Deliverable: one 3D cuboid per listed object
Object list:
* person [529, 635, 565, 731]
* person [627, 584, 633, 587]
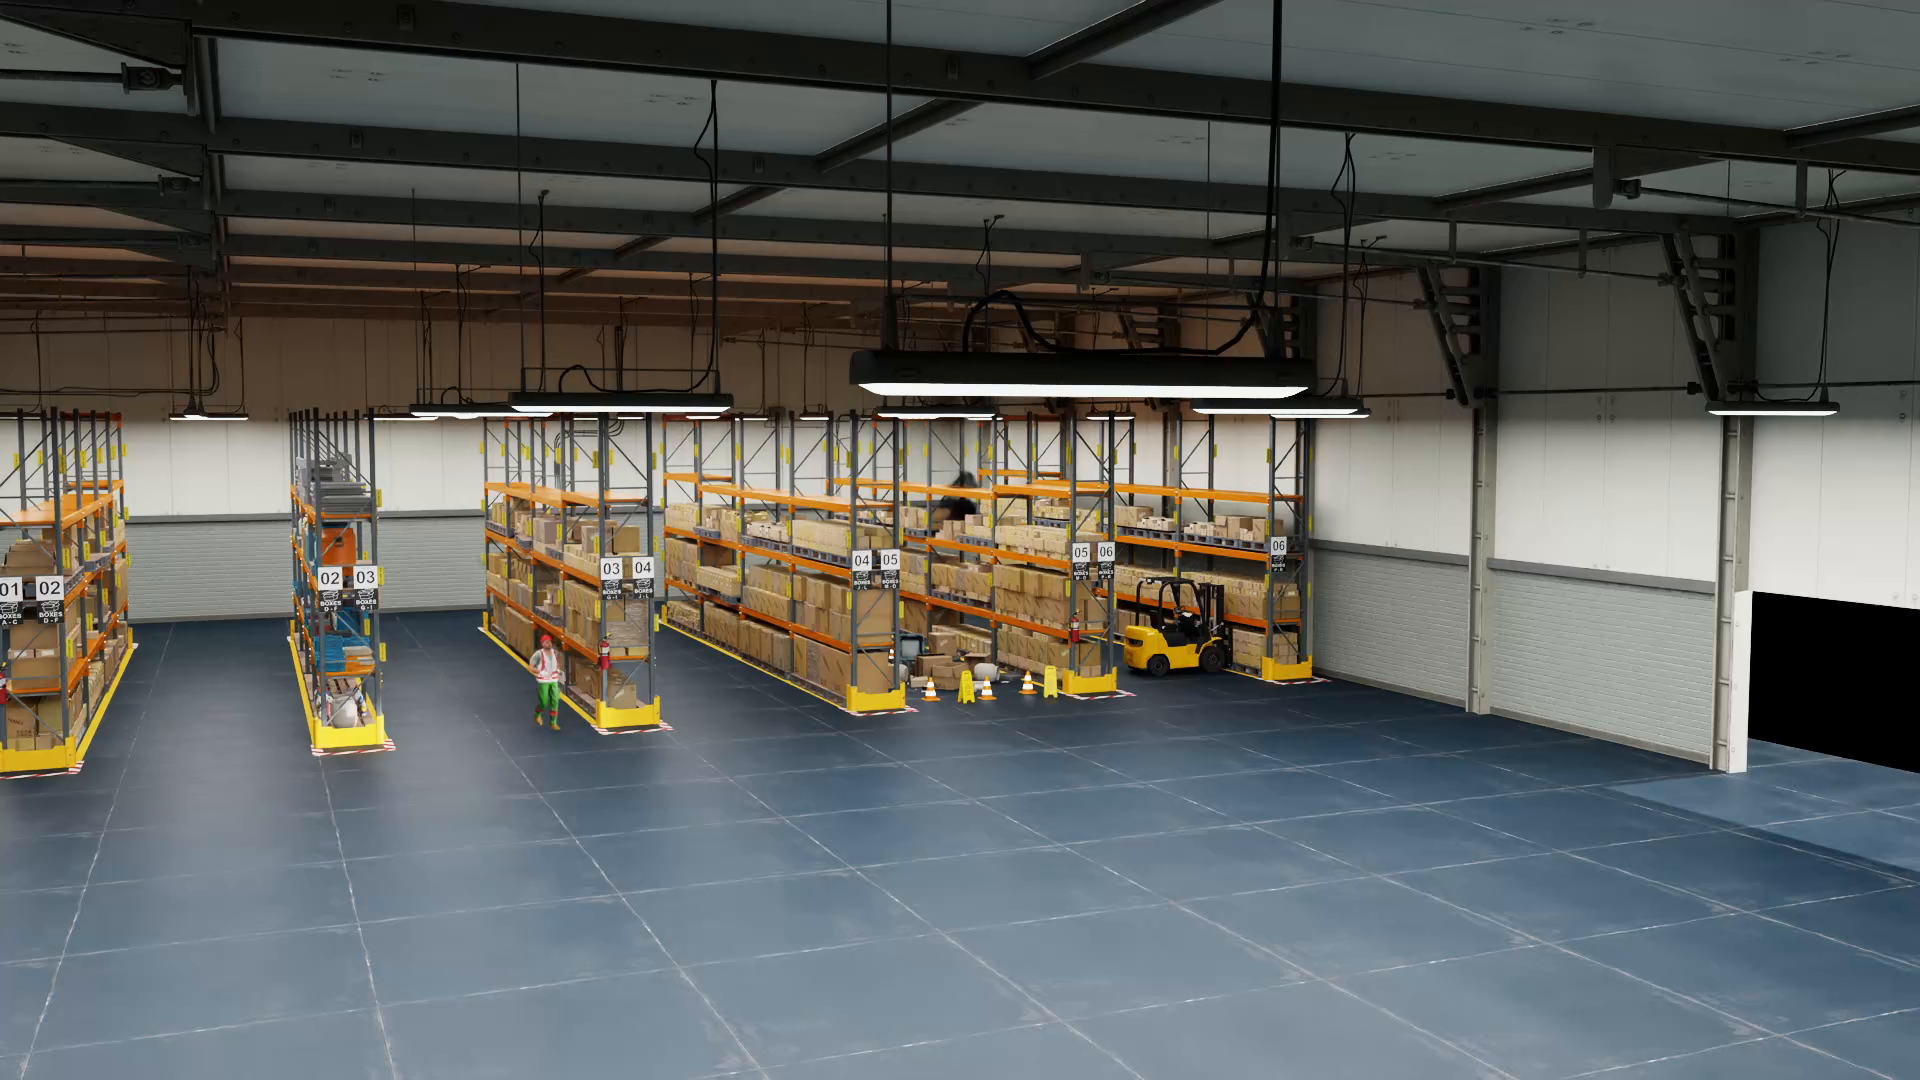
[{"bbox_3d":[-7.733,2.653,31.106,0.681,1.773,0.808,-4,5,-41],"label":"person"},{"bbox_3d":[-9.348,1.615,46.539,0.729,1.700,0.551,-1,4,-8],"label":"person"}]
